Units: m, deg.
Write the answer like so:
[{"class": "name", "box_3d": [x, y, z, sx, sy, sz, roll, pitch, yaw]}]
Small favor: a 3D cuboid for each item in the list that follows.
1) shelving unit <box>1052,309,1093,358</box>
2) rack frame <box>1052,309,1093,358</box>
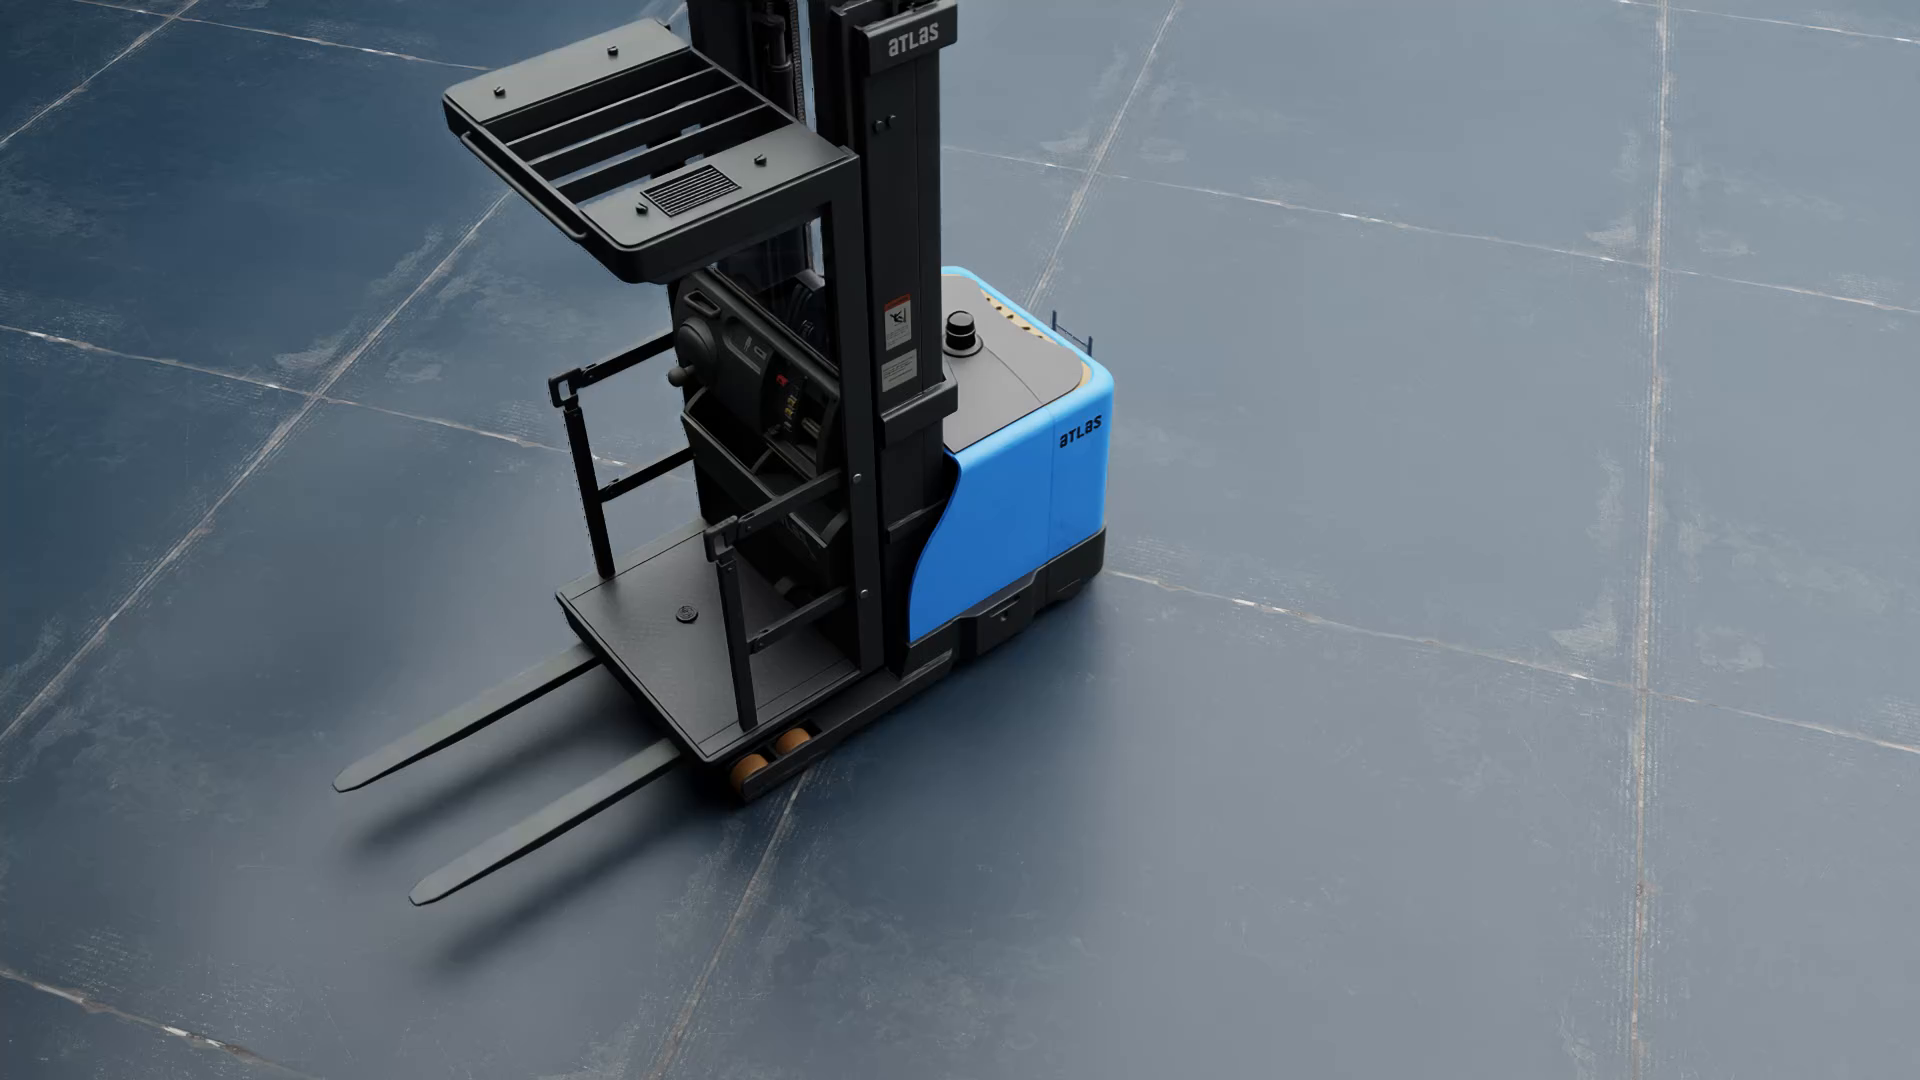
[{"class": "shelving unit", "box_3d": [0.380, -0.515, 7.032, 0.208, 0.900, 0.258, -30, 52, -27]}, {"class": "rack frame", "box_3d": [0.458, -0.560, 7.077, 0.006, 0.900, 0.240, -30, 52, -27]}]
